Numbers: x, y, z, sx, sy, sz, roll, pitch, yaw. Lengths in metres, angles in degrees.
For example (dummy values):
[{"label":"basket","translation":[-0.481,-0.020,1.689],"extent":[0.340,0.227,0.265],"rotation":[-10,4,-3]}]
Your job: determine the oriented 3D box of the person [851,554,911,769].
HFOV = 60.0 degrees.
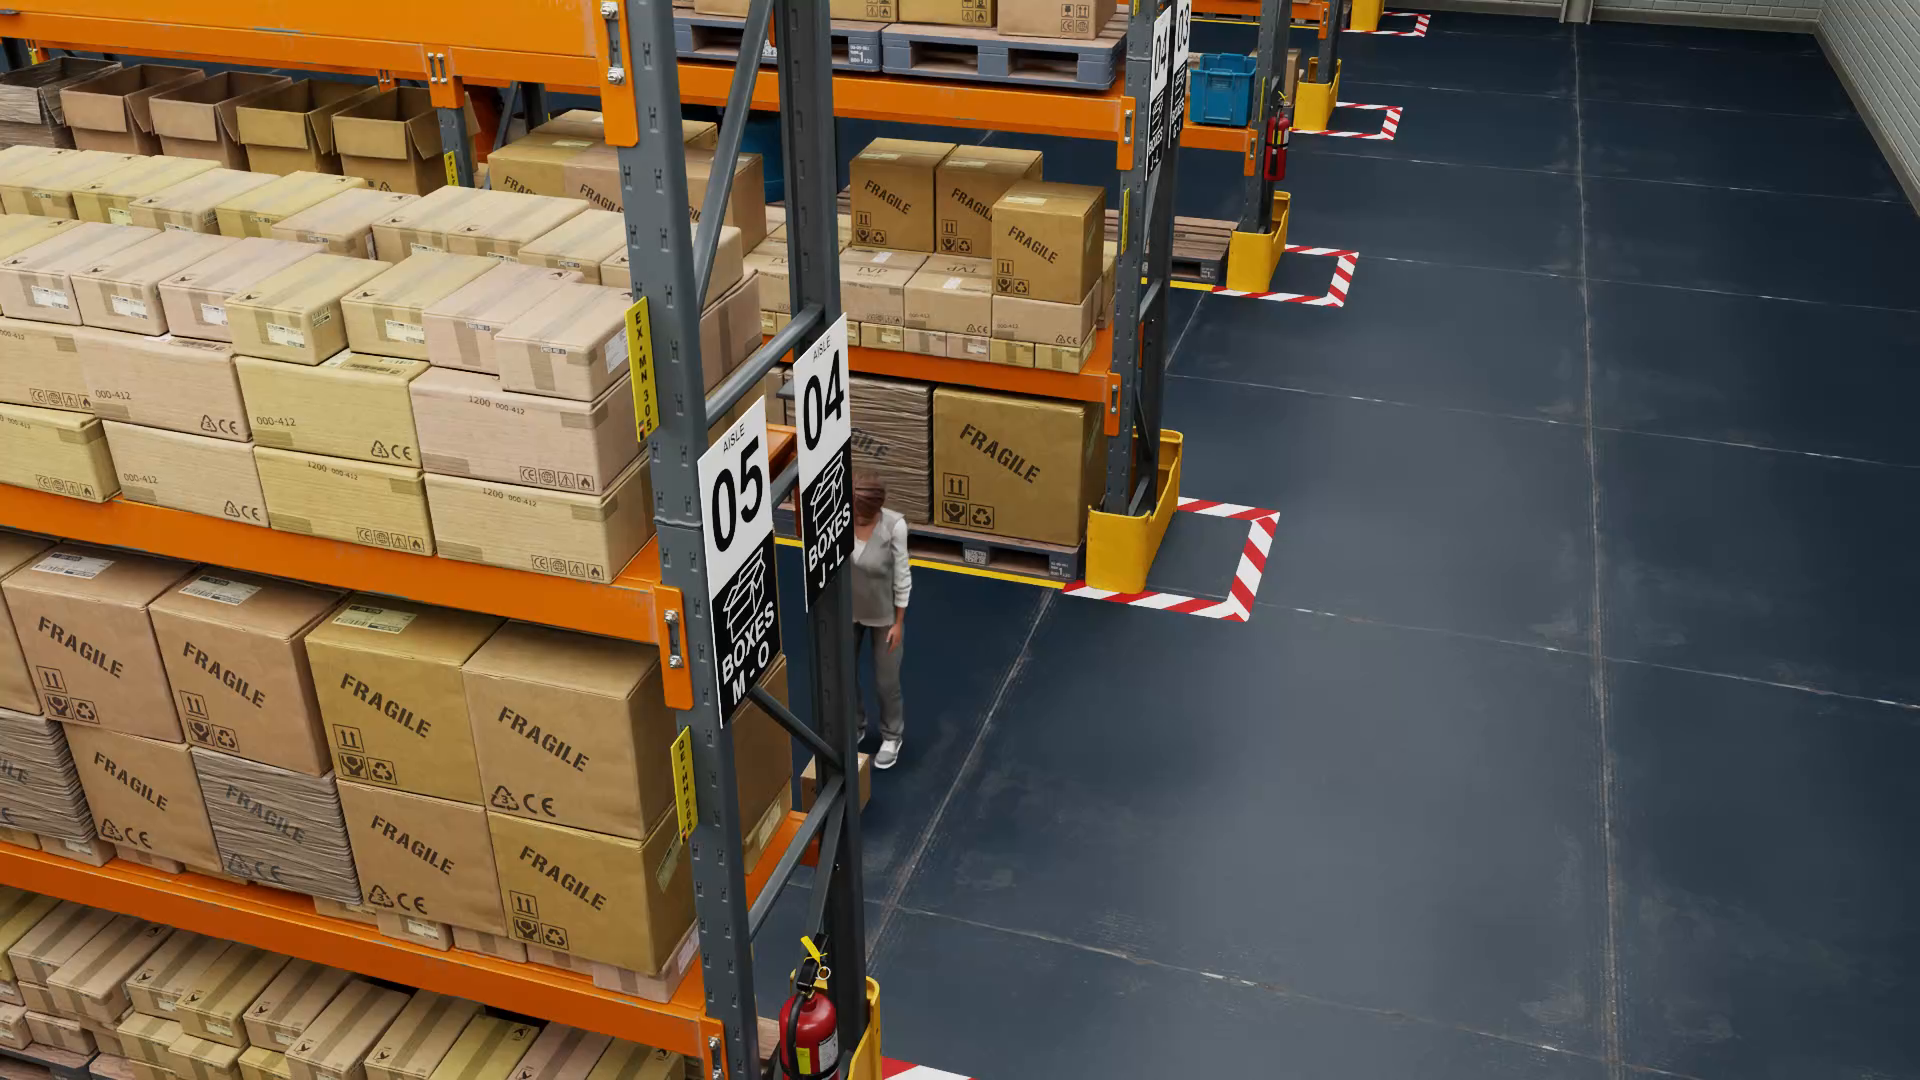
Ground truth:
[{"label":"person","translation":[-0.408,0.514,7.987],"extent":[0.458,1.225,0.437],"rotation":[9,31,15]}]
